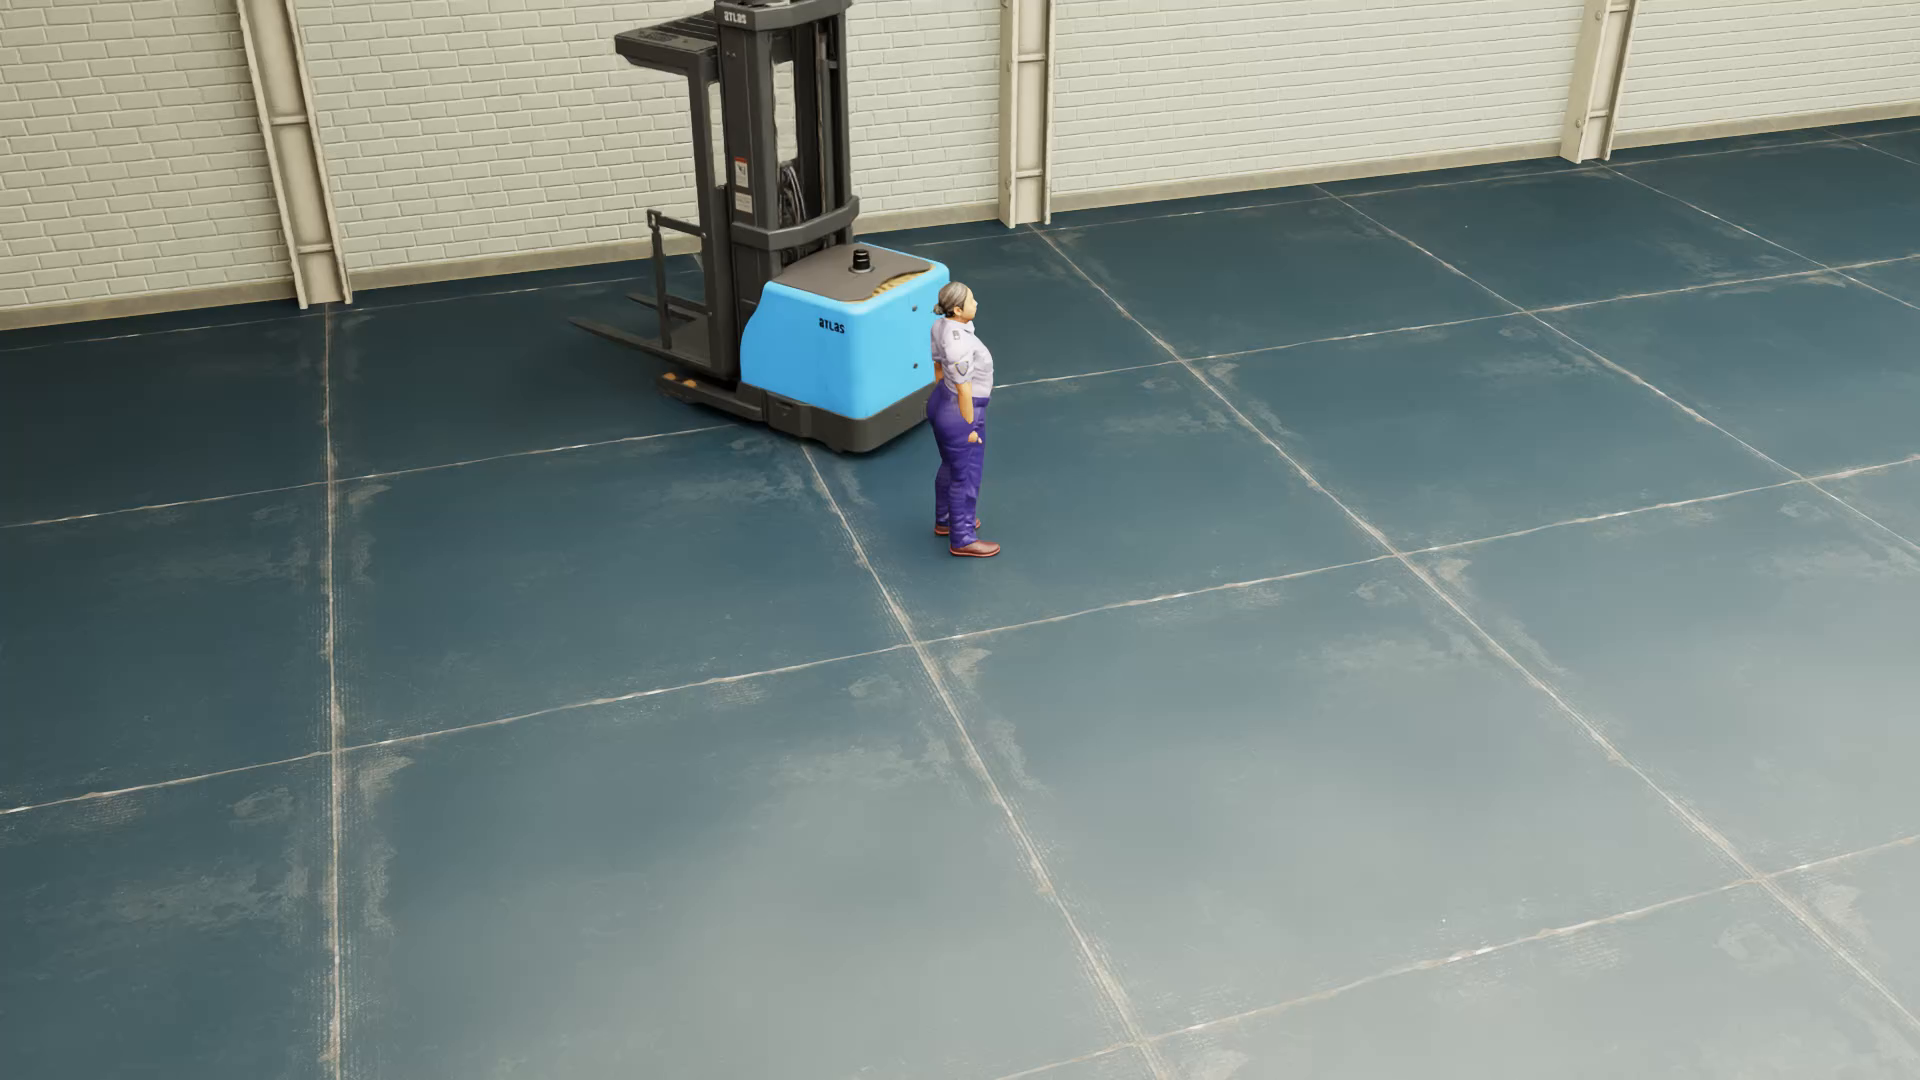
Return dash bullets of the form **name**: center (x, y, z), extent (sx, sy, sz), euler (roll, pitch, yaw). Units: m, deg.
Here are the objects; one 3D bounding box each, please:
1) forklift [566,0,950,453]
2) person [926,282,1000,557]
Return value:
- **forklift**: center (-1.541, -2.417, 11.288), extent (3.031, 2.935, 1.130), euler (20, 36, 31)
- **person**: center (0.006, -0.709, 9.613), extent (0.365, 1.651, 0.483), euler (-10, 31, -16)
